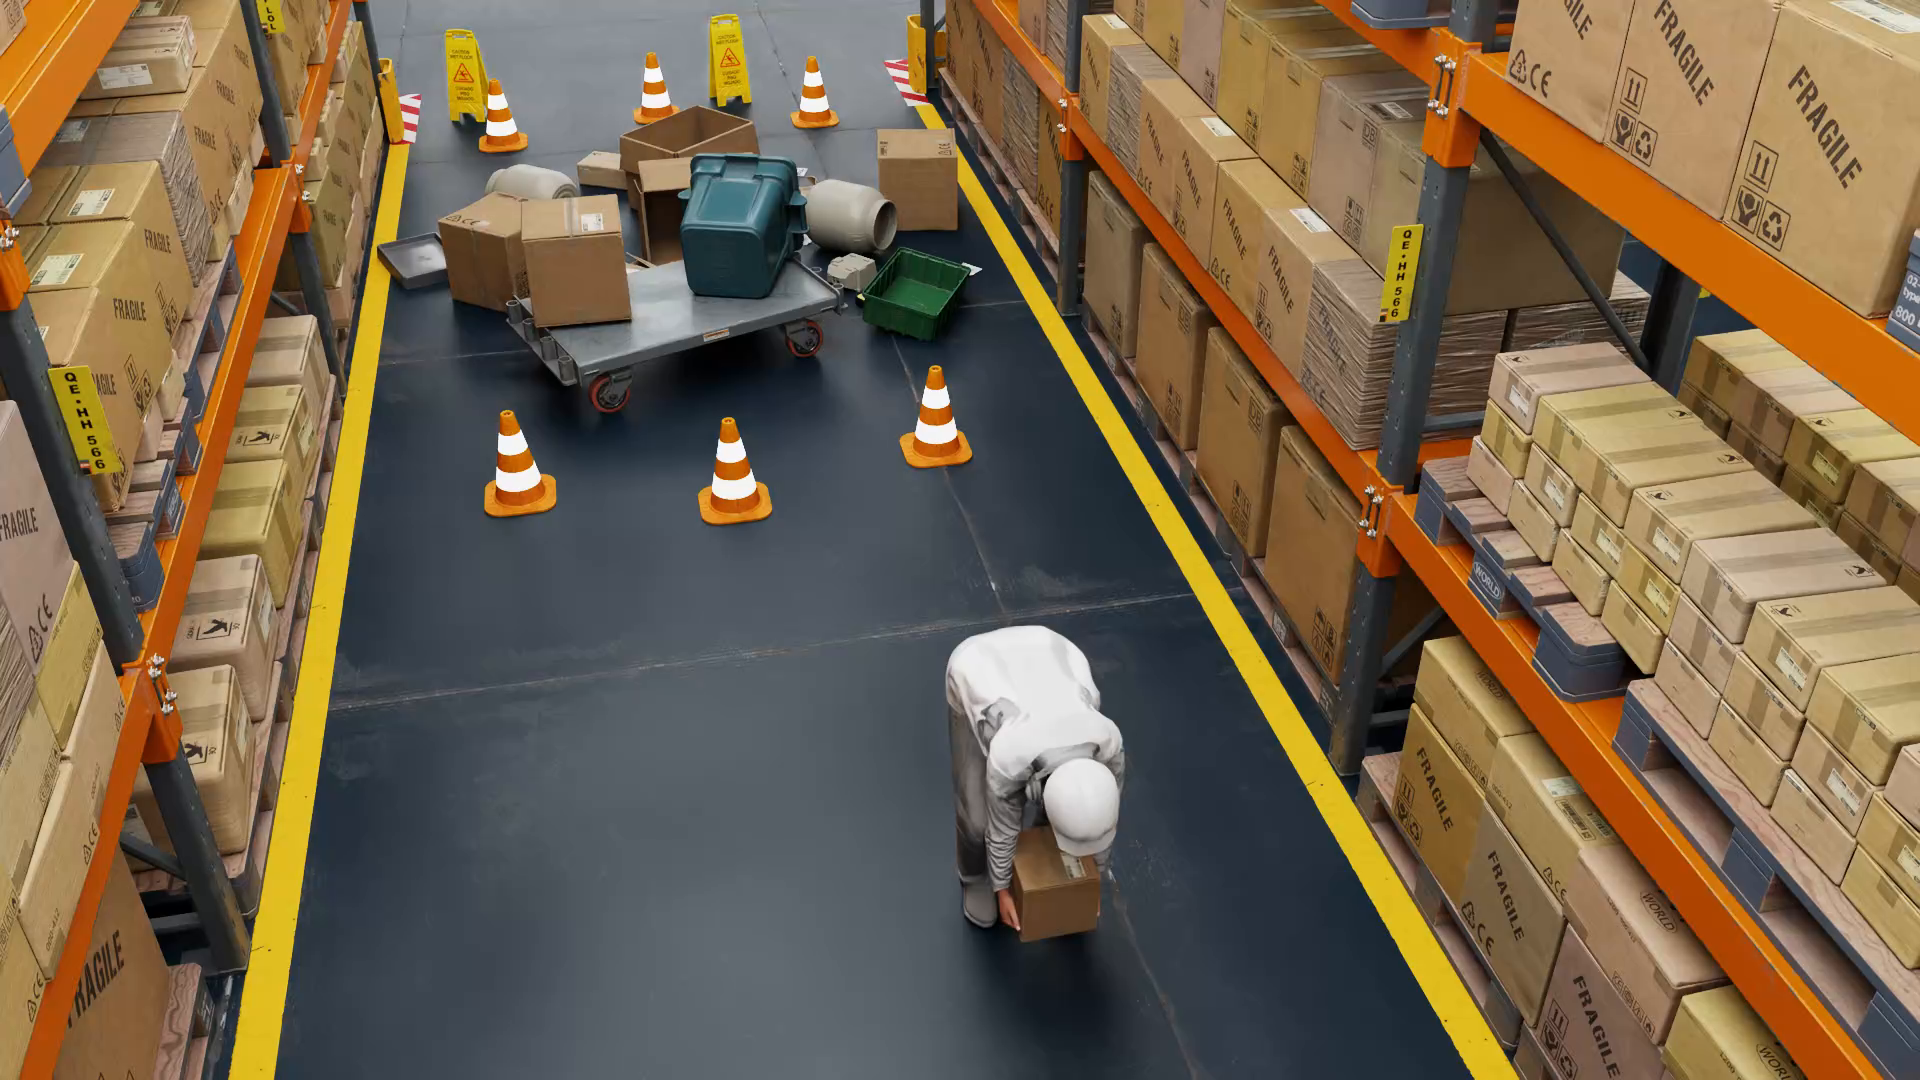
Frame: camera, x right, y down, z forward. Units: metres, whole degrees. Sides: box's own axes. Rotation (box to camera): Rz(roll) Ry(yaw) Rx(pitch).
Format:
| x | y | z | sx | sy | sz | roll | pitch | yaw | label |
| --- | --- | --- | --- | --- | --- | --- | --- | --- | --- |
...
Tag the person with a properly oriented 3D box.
| x | y | z | sx | sy | sz | roll | pitch | yaw | label |
| --- | --- | --- | --- | --- | --- | --- | --- | --- | --- |
| 0.256 | 0.906 | 5.362 | 0.466 | 1.124 | 1.008 | -8 | 35 | -12 | person |
